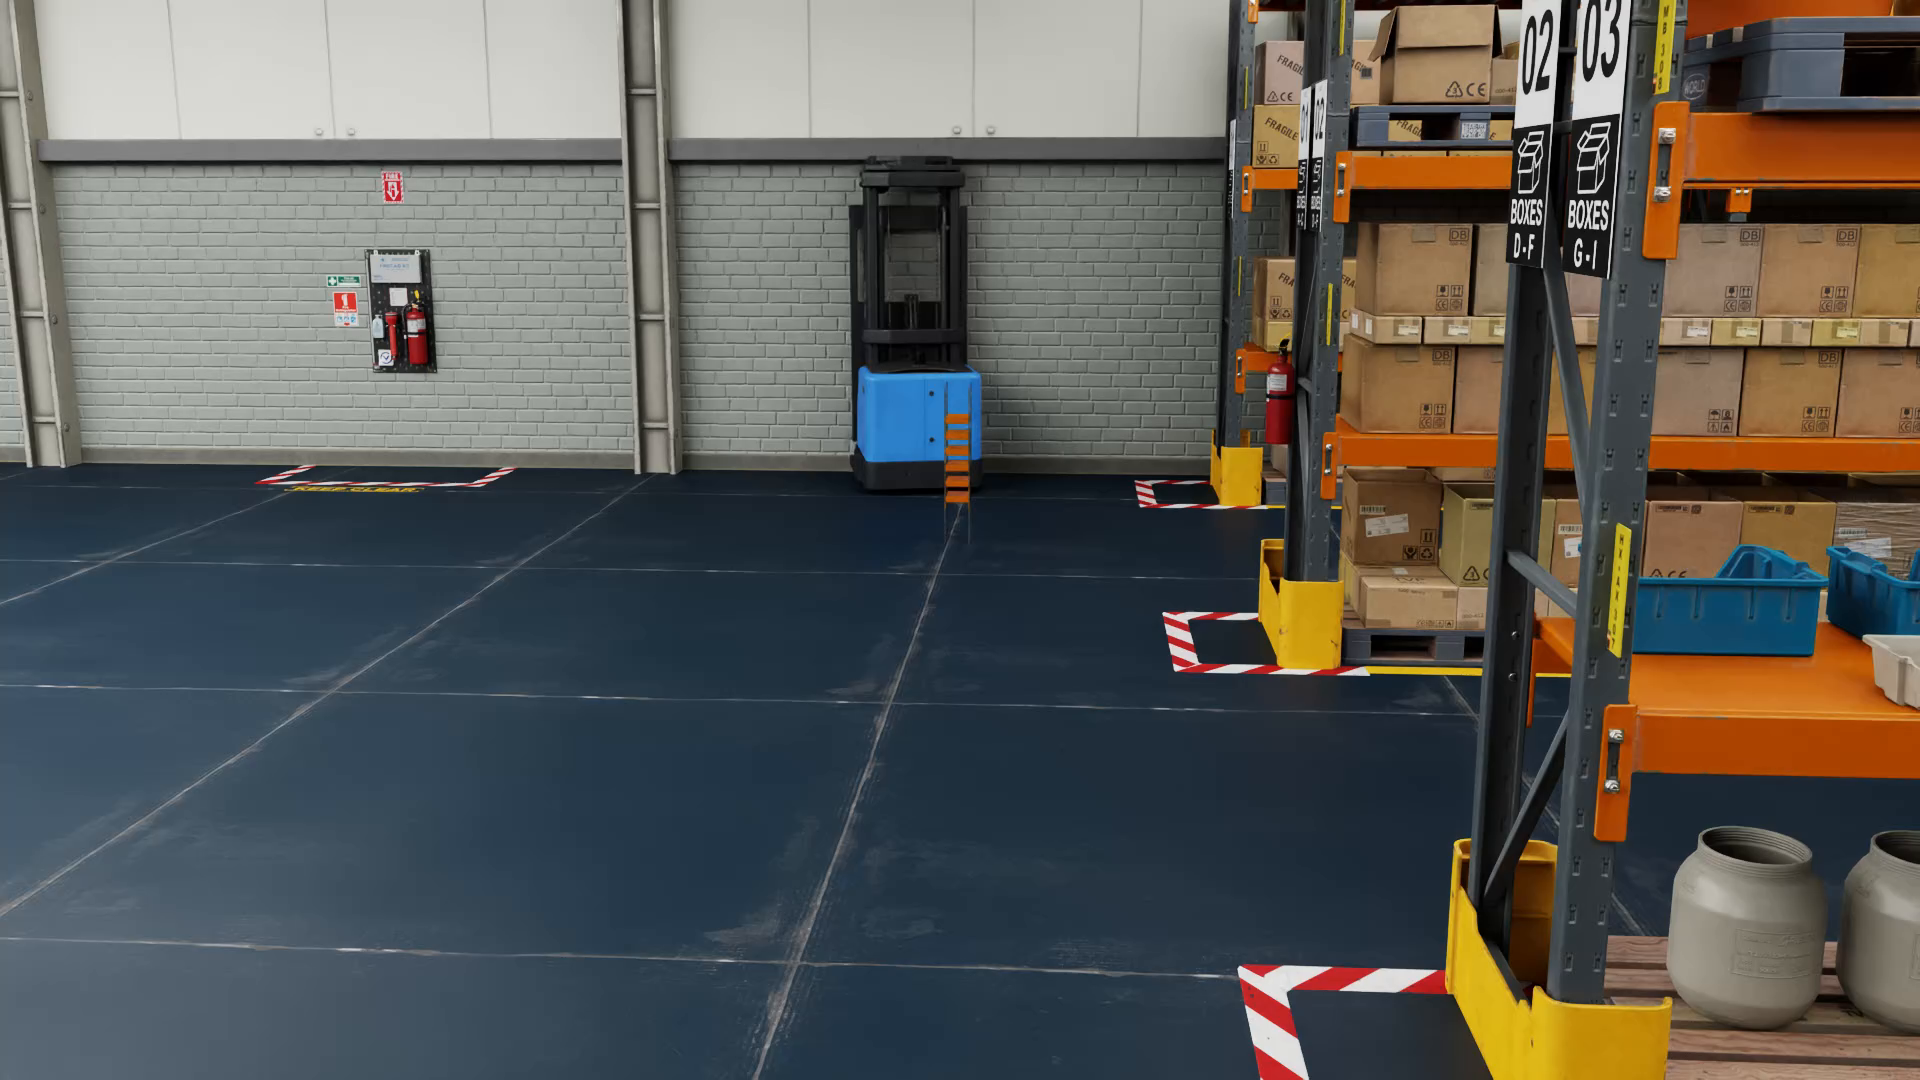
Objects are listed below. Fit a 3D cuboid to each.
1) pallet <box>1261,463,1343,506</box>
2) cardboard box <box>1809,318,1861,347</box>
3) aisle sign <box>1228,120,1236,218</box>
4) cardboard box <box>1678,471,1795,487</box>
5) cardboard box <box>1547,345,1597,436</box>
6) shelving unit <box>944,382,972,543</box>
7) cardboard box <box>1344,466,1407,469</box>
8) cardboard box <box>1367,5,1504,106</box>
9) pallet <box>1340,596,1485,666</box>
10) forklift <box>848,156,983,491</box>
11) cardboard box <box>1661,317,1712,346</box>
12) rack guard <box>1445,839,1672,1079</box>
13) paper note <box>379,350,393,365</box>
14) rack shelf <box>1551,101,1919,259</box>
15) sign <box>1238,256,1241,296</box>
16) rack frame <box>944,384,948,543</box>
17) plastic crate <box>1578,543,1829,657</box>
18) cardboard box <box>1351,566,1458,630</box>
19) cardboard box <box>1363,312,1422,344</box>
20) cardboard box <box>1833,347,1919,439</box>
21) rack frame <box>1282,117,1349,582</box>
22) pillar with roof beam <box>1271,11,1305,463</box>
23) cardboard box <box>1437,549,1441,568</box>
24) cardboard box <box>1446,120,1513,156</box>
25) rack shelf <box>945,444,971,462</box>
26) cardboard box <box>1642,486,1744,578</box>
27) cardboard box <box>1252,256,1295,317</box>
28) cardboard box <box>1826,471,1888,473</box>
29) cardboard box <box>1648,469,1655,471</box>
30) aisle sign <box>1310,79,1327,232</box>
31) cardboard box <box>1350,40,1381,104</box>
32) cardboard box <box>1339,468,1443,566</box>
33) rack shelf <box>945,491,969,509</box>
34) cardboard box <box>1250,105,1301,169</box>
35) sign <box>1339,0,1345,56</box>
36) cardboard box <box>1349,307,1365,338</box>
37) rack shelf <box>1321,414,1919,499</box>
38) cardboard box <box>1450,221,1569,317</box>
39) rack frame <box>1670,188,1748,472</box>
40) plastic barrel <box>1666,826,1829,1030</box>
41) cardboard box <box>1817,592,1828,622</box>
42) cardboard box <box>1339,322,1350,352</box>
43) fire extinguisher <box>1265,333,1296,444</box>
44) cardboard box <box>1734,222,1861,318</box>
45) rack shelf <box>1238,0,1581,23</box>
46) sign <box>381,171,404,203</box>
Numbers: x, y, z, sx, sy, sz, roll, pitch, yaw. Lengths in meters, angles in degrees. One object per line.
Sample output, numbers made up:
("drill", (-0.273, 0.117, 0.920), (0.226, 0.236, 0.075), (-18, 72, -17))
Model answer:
("pallet", (3.237, -0.491, 14.599), (1.213, 0.211, 1.003), (1, 12, 4))
("cardboard box", (4.716, -1.149, 9.107), (0.250, 0.149, 0.380), (1, 12, 3))
("aisle sign", (2.262, -3.087, 13.852), (0.004, 0.787, 0.394), (1, 12, 4))
("cardboard box", (4.578, -0.119, 9.870), (0.500, 0.500, 0.500), (1, 12, 4))
("cardboard box", (3.510, -0.889, 9.447), (0.500, 0.500, 0.700), (1, 12, 4))
("shelving unit", (-0.014, -0.587, 12.646), (0.189, 1.200, 0.258), (1, 12, 4))
("cardboard box", (3.607, -0.739, 14.466), (0.500, 0.311, 0.500), (2, 12, 8))
("cardboard box", (2.599, -2.647, 9.151), (0.637, 0.503, 0.797), (2, 12, 8))
("pallet", (2.792, 0.504, 9.845), (1.213, 0.211, 1.003), (1, 12, 4))
("forklift", (-0.511, -2.124, 15.764), (1.130, 2.935, 3.031), (-2, 12, -8))
("cardboard box", (3.937, -1.159, 9.154), (0.250, 0.149, 0.380), (1, 12, 4))
("rack guard", (1.770, 1.364, 5.028), (0.348, 0.500, 1.175), (1, 12, 4))
("paper note", (-5.512, -1.751, 15.966), (0.142, 0.148, 0.016), (1, 12, 4))
("rack shelf", (3.687, -0.940, 4.367), (4.000, 0.370, 1.077), (1, 12, 4))
("sign", (2.317, -2.188, 13.788), (0.005, 0.325, 0.100), (1, 12, 4))
("rack frame", (-0.106, -0.589, 12.652), (0.006, 1.200, 0.240), (1, 12, 4))
("plastic crate", (2.211, 0.167, 5.006), (0.616, 0.251, 0.499), (1, 12, 4))
("cardboard box", (2.546, 0.330, 9.554), (0.500, 0.250, 0.500), (1, 12, 4))
("cardboard box", (2.403, -1.180, 9.256), (0.250, 0.149, 0.380), (1, 12, 3))
("cardboard box", (5.047, -0.868, 9.347), (0.500, 0.500, 0.700), (1, 12, 3))
("rack frame", (2.026, -0.863, 9.568), (0.127, 3.000, 1.000), (1, 12, 4))
("pillar with roof beam", (2.822, -4.099, 10.387), (0.400, 9.000, 9.100), (1, 12, 4))
("cardboard box", (3.081, 0.229, 10.039), (0.500, 0.250, 0.500), (1, 12, 4))
("cardboard box", (4.258, -3.323, 13.707), (0.500, 0.500, 0.500), (2, 12, 7))
("rack shelf", (-0.014, -0.661, 12.631), (0.180, 0.103, 0.258), (1, 12, 4))
("cardboard box", (4.043, -0.016, 9.377), (0.500, 0.500, 0.500), (1, 12, 4))
("cardboard box", (2.838, -2.216, 14.520), (0.500, 0.500, 0.500), (1, 12, 3))
("cardboard box", (7.599, -0.809, 14.339), (0.500, 0.500, 0.700), (1, 12, 3))
("cardboard box", (5.809, -0.650, 14.395), (0.250, 0.166, 0.380), (-1, 12, -4))
("aisle sign", (1.940, -2.074, 9.007), (0.004, 0.787, 0.394), (1, 12, 4))
("cardboard box", (3.219, -3.819, 13.640), (0.500, 0.500, 0.500), (1, 12, 3))
("cardboard box", (2.581, -0.143, 9.985), (0.500, 0.500, 0.500), (1, 12, 4))
("rack shelf", (-0.014, -0.309, 12.704), (0.180, 0.103, 0.258), (1, 12, 4))
("cardboard box", (2.670, -3.346, 13.821), (0.500, 0.500, 0.500), (1, 12, 5))
("sign", (1.983, -2.685, 8.622), (0.005, 0.325, 0.100), (1, 12, 4))
("cardboard box", (2.420, -1.263, 9.653), (0.250, 0.149, 0.380), (1, 12, 3))
("rack shelf", (4.022, -0.484, 9.511), (4.000, 0.370, 1.077), (1, 12, 4))
("cardboard box", (3.069, -1.531, 9.350), (0.500, 0.500, 0.700), (0, 12, 2))
("rack frame", (6.344, -1.820, 14.145), (0.127, 3.000, 1.000), (1, 12, 4))
("plastic barrel", (2.353, 1.154, 4.974), (0.421, 0.512, 0.421), (0, 12, 0))
("cardboard box", (4.542, 0.358, 9.423), (0.500, 0.250, 0.500), (1, 12, 4))
("cardboard box", (3.338, -1.736, 14.058), (0.500, 0.250, 0.500), (0, 12, 2))
("fire extinguisher", (1.939, -0.922, 10.038), (0.183, 0.674, 0.296), (1, 12, 4))
("cardboard box", (4.570, -1.511, 9.252), (0.500, 0.500, 0.700), (1, 12, 4))
("rack shelf", (4.349, -4.431, 13.735), (4.000, 0.370, 1.077), (1, 12, 4))
("sign", (-5.341, -3.321, 15.657), (0.199, 0.298, 0.001), (1, 12, 4))
